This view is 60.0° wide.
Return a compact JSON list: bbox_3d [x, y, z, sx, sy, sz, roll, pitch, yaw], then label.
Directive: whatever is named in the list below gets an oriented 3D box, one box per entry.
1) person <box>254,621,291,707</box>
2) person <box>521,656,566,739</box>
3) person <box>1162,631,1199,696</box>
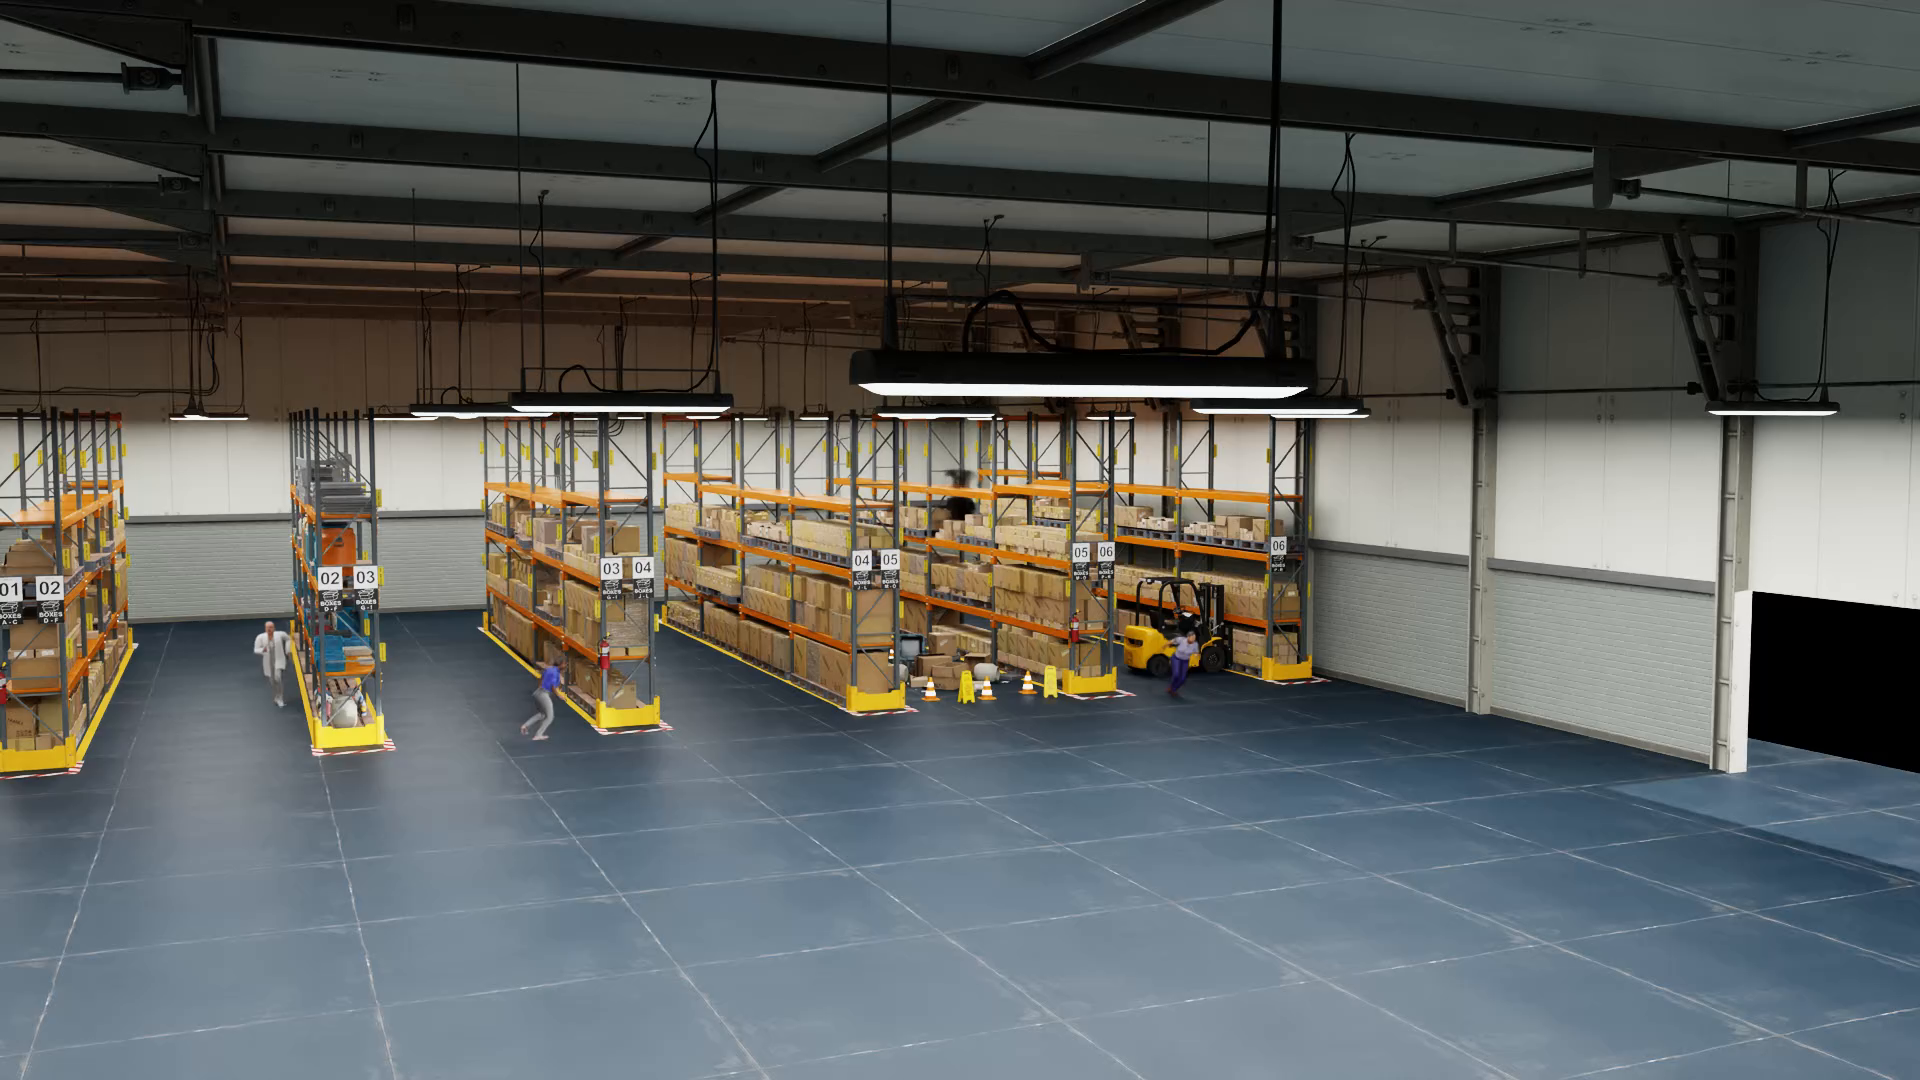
[{"bbox_3d":[-13.904,2.492,33.682,0.626,1.728,1.038,0,4,-7],"label":"person"},{"bbox_3d":[-7.539,2.863,30.111,0.803,1.497,0.538,-2,5,-31],"label":"person"},{"bbox_3d":[4.662,2.578,34.770,0.615,1.423,0.923,-1,4,-16],"label":"person"}]
